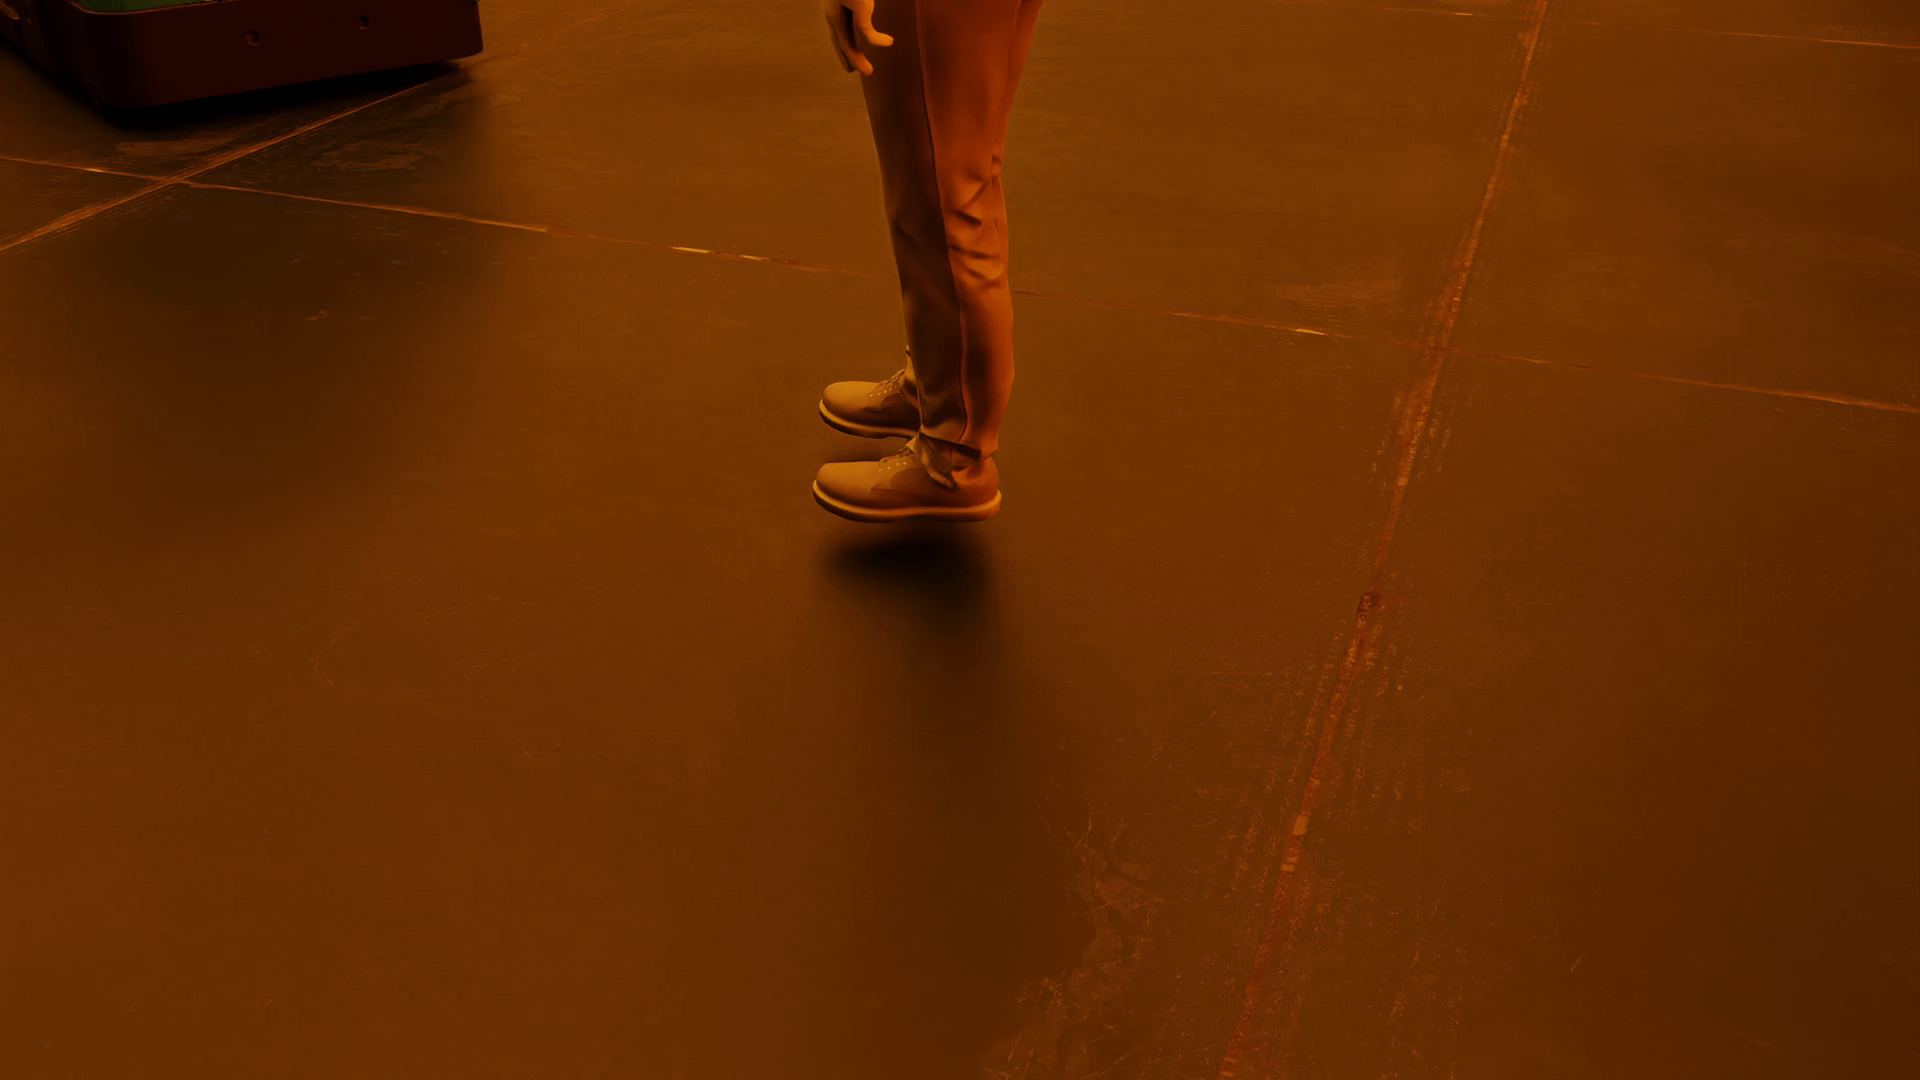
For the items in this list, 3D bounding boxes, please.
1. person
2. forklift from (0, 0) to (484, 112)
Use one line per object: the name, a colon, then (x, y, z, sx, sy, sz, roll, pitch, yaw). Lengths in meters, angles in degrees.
person: (-0.062, -0.793, 2.085, 0.531, 1.695, 0.587, 10, 31, 18)
forklift: (-2.713, -3.068, 4.942, 1.130, 2.935, 3.031, -21, 36, -33)
